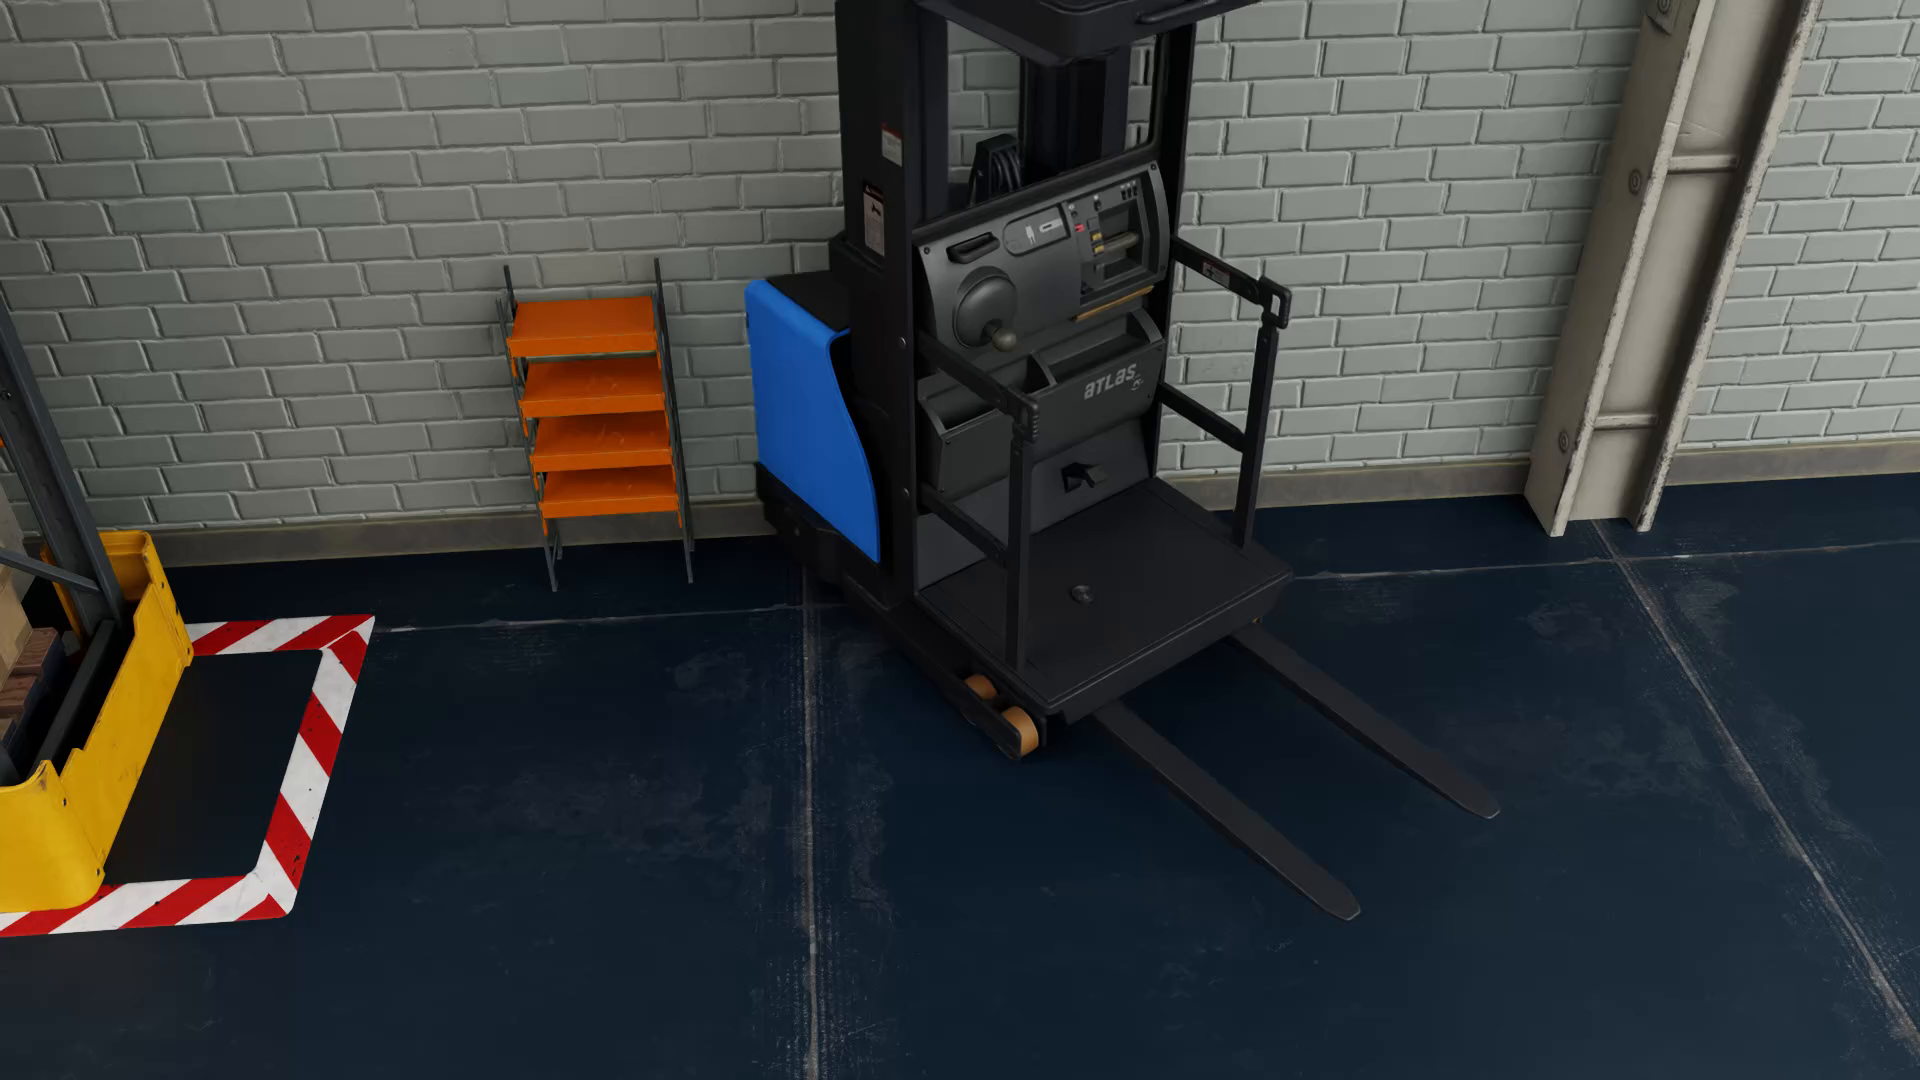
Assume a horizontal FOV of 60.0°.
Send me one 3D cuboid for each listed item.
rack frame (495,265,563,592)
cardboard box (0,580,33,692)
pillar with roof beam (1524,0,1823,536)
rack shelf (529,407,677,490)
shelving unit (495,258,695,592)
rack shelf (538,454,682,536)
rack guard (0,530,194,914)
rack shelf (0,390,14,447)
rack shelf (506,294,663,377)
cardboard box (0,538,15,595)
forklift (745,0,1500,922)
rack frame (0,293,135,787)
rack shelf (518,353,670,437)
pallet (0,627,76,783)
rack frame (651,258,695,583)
[{"bbox_3d":[-1.477,-0.357,5.734,0.015,1.200,0.240,-4,38,-5],"label":"rack frame"},{"bbox_3d":[-3.305,0.371,5.239,0.500,0.250,0.500,-3,38,-4],"label":"cardboard box"},{"bbox_3d":[2.786,-0.996,0.248,0.400,9.000,9.100,-3,38,-4],"label":"pillar with roof beam"},{"bbox_3d":[-1.234,-0.320,5.795,0.480,0.148,0.258,-4,38,-5],"label":"rack shelf"},{"bbox_3d":[-1.234,-0.372,5.753,0.503,1.200,0.258,-4,38,-5],"label":"shelving unit"},{"bbox_3d":[-1.234,-0.164,5.918,0.480,0.148,0.258,-4,38,-5],"label":"rack shelf"},{"bbox_3d":[-2.774,0.530,5.175,0.348,0.500,1.175,-3,38,-4],"label":"rack guard"},{"bbox_3d":[-4.791,-0.058,4.482,4.000,0.370,1.077,-3,38,-4],"label":"rack shelf"},{"bbox_3d":[-1.234,-0.681,5.510,0.480,0.148,0.258,-4,38,-5],"label":"rack shelf"},{"bbox_3d":[-3.285,0.166,5.095,0.500,0.250,0.500,-2,38,-3],"label":"cardboard box"},{"bbox_3d":[0.400,-0.797,4.894,1.130,2.935,3.031,-26,45,-29],"label":"forklift"},{"bbox_3d":[-2.798,-0.450,4.399,0.127,3.000,1.000,-3,38,-4],"label":"rack frame"},{"bbox_3d":[-1.234,-0.495,5.656,0.480,0.148,0.258,-4,38,-5],"label":"rack shelf"},{"bbox_3d":[-3.556,0.713,5.176,1.213,0.211,1.003,-3,38,-4],"label":"pallet"},{"bbox_3d":[-0.991,-0.388,5.773,0.015,1.200,0.240,-4,38,-5],"label":"rack frame"}]
